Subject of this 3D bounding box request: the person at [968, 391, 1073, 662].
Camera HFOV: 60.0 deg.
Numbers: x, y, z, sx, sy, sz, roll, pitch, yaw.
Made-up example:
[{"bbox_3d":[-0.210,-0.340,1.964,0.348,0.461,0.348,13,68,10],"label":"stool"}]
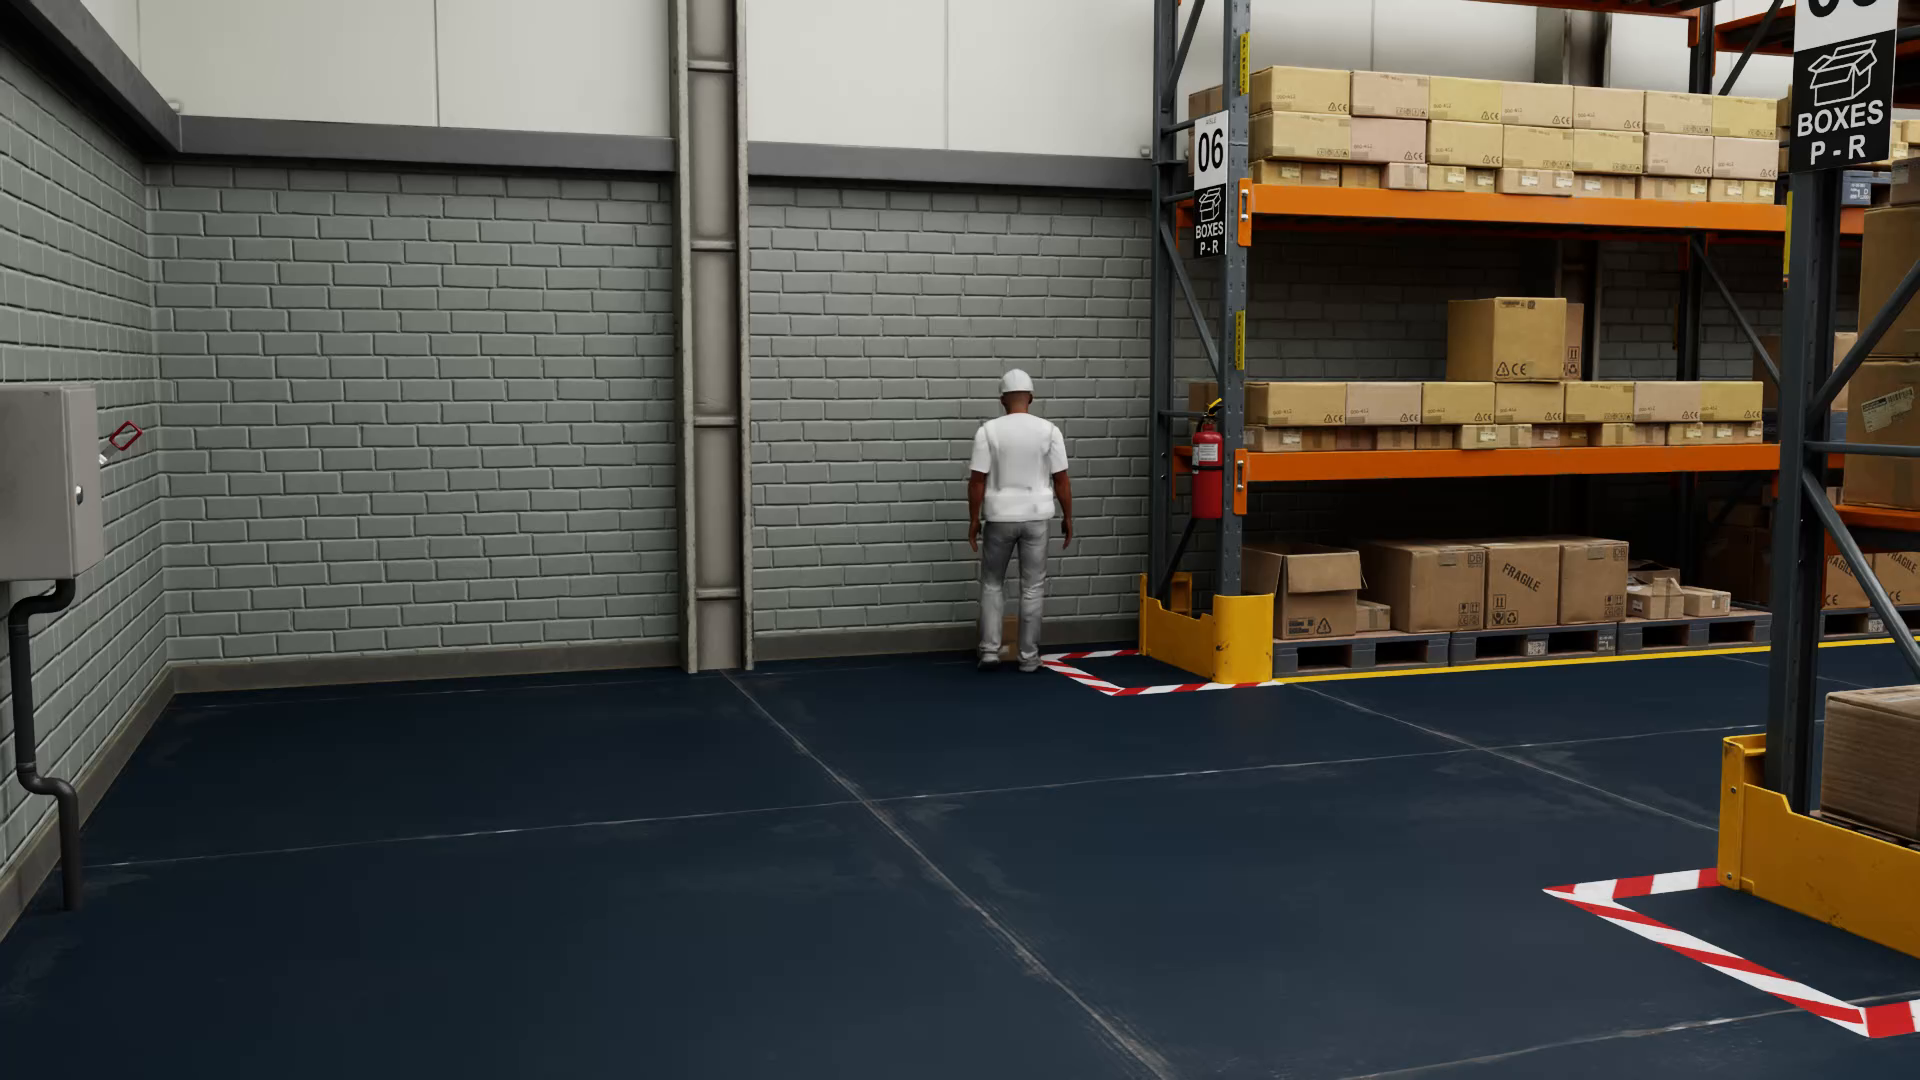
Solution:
[{"bbox_3d":[0.355,-0.130,9.774,0.618,1.668,0.346,0,6,0],"label":"person"}]
